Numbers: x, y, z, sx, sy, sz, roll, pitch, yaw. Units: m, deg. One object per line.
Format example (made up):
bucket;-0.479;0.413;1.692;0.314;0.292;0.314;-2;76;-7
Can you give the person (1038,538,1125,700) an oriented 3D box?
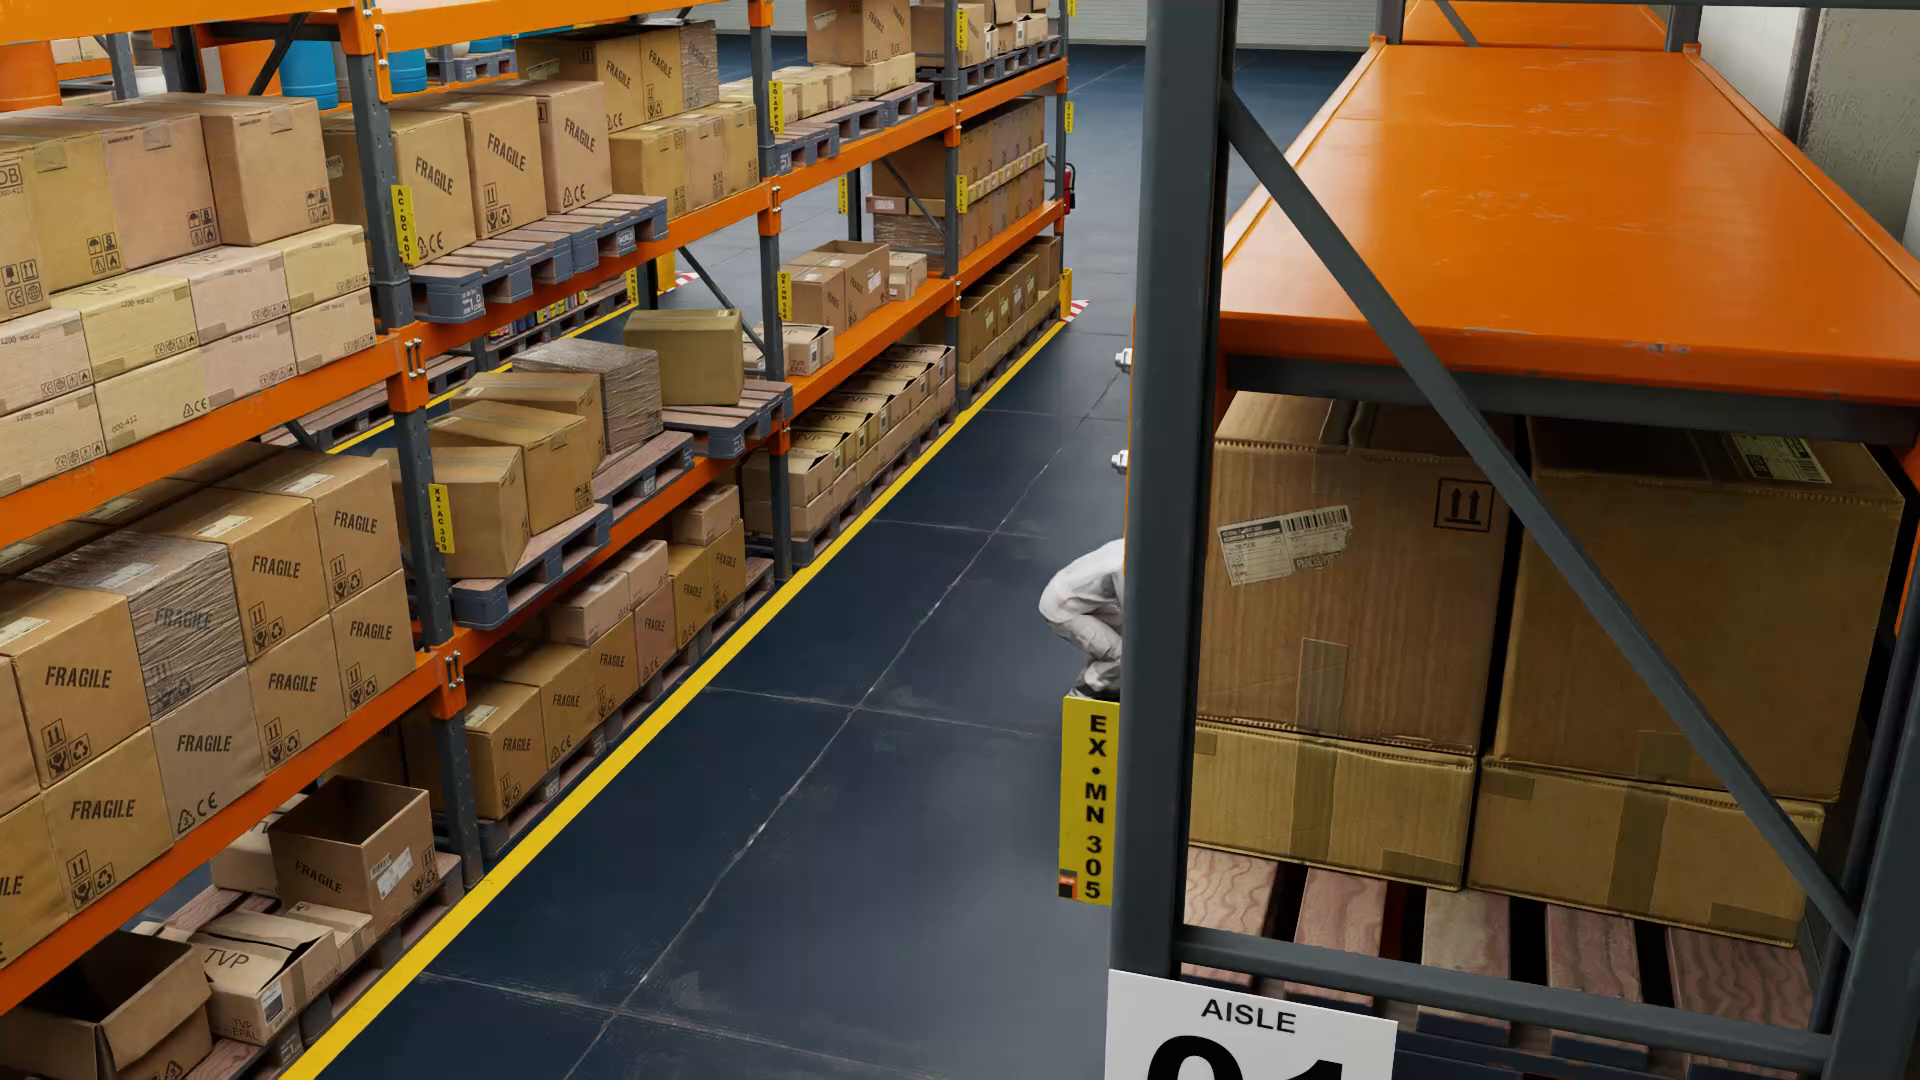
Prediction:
person;0.904;0.450;9.800;0.858;1.144;0.583;6;23;16
